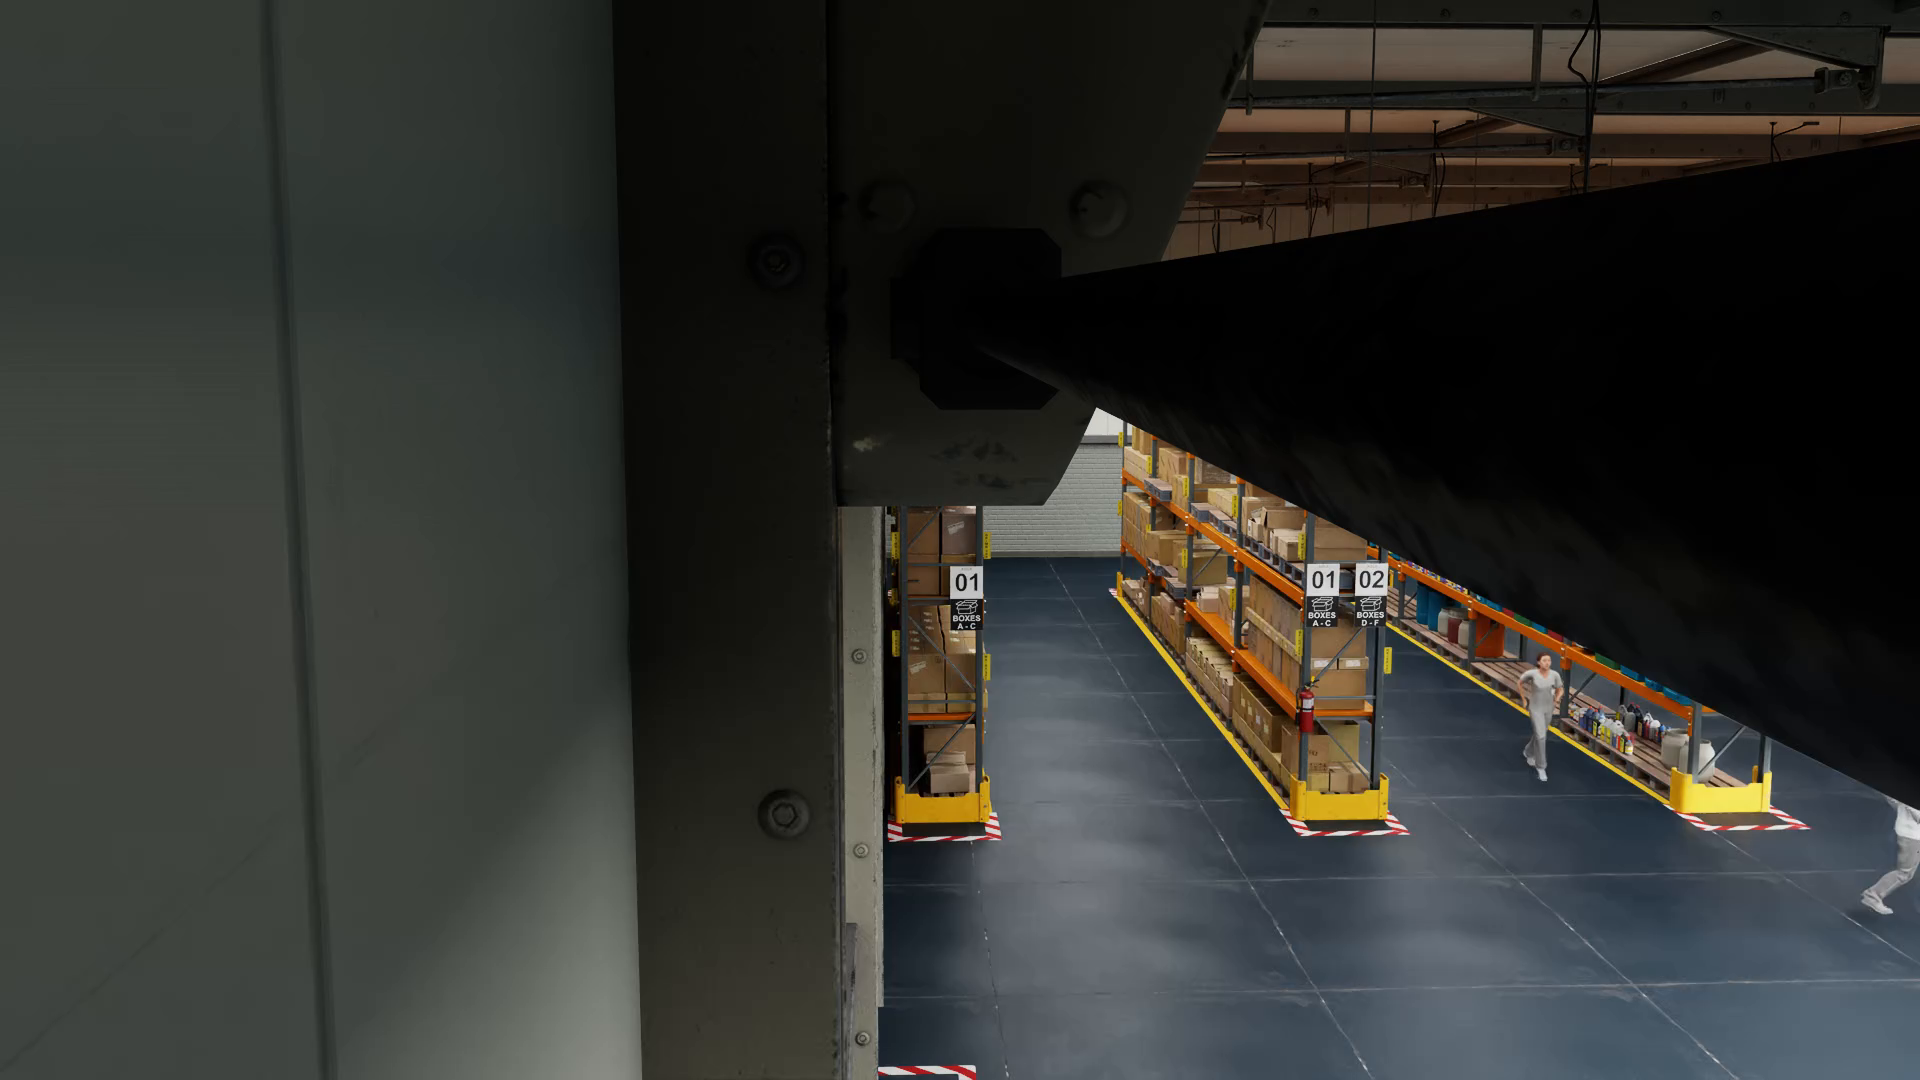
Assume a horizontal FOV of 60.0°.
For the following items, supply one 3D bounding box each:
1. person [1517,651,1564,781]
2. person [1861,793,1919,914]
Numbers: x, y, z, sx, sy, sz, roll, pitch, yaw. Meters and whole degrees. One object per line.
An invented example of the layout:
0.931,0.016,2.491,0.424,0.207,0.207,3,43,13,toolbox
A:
7.889,2.339,22.587,0.559,1.703,0.839,-1,8,-7,person
9.853,3.064,17.166,0.882,1.799,0.659,4,9,25,person
